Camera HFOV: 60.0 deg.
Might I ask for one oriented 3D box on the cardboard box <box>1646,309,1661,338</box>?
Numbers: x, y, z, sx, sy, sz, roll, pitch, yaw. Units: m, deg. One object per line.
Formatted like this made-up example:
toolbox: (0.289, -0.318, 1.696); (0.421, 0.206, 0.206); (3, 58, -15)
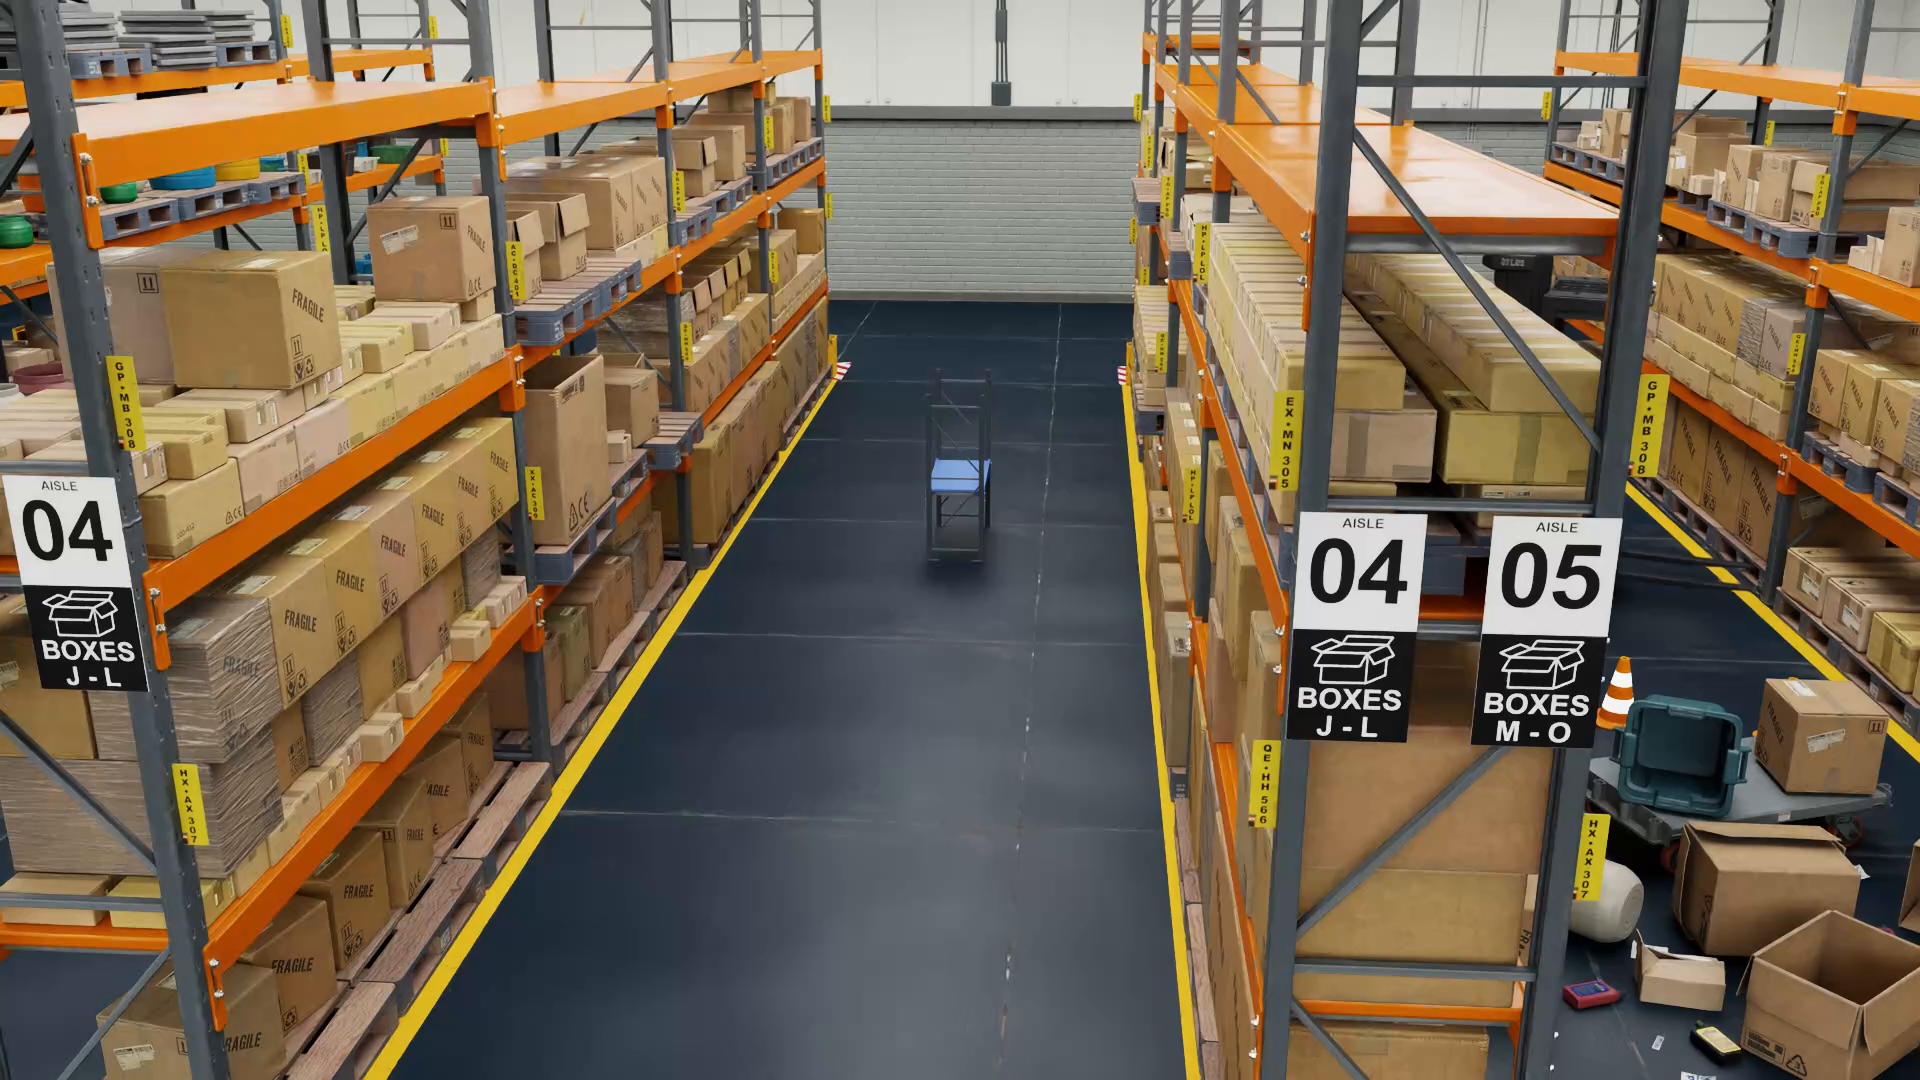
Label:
cardboard box: (7.071, -2.173, 16.504); (0.500, 0.250, 0.500); (1, 18, 2)

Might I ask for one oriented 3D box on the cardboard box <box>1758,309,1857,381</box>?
cardboard box: (6.874, -1.584, 13.501); (0.500, 0.500, 0.500); (1, 18, 2)

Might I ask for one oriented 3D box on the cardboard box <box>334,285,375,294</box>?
cardboard box: (-3.404, -1.324, 9.256); (0.380, 0.149, 0.250); (1, 18, 2)

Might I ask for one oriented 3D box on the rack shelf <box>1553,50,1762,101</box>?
rack shelf: (7.528, -5.078, 18.092); (1.077, 0.370, 4.000); (1, 18, 4)

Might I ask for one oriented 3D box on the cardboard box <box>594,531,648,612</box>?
cardboard box: (-2.842, 0.244, 12.997); (0.700, 0.500, 0.500); (0, 18, -1)

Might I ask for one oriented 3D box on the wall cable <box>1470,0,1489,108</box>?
wall cable: (7.798, -8.004, 25.224); (0.463, 3.000, 0.029); (1, 18, 4)

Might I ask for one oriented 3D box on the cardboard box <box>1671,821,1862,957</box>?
cardboard box: (4.183, 1.819, 8.674); (0.797, 0.637, 0.503); (1, 18, 4)

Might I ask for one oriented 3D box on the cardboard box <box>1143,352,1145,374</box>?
cardboard box: (1.768, -1.524, 14.335); (0.380, 0.149, 0.250); (2, 18, 5)

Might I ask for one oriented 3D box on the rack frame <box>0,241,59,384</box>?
rack frame: (-7.727, -1.227, 14.177); (1.000, 3.000, 0.127); (1, 18, 4)

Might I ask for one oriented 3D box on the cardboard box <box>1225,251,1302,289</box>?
cardboard box: (1.430, -1.242, 7.693); (0.380, 0.149, 0.250); (1, 18, 5)

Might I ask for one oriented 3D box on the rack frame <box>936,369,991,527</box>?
rack frame: (0.030, -0.844, 15.417); (0.500, 1.500, 0.032); (1, 18, 4)

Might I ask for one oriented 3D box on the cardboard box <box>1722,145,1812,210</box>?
cardboard box: (6.935, -3.122, 14.307); (0.500, 0.500, 0.500); (1, 18, 4)

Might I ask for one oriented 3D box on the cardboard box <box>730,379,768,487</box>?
cardboard box: (-2.589, -1.072, 16.442); (1.225, 0.875, 0.875); (1, 18, 2)

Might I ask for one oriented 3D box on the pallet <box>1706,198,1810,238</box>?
pallet: (7.168, -2.779, 14.401); (1.003, 0.211, 1.213); (2, 18, 6)

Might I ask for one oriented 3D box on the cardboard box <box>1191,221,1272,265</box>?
cardboard box: (1.772, -1.911, 10.757); (0.500, 0.311, 0.500); (1, 18, 2)

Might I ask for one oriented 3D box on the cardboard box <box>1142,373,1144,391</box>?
cardboard box: (1.767, -1.375, 14.358); (0.380, 0.149, 0.250); (2, 18, 5)

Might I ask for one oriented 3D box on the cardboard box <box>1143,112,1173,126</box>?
cardboard box: (2.329, -4.908, 19.391); (0.380, 0.149, 0.250); (2, 18, 5)

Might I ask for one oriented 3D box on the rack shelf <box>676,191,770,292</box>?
rack shelf: (-2.644, -2.821, 15.380); (1.077, 0.370, 4.000); (1, 18, 4)

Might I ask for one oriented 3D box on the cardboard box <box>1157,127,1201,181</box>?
cardboard box: (2.303, -3.774, 16.298); (0.700, 0.500, 0.500); (1, 18, 4)

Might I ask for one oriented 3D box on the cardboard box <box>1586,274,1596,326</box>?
cardboard box: (7.215, -2.651, 18.363); (0.500, 0.500, 0.500); (1, 18, 3)

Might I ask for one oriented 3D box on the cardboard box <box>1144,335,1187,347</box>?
cardboard box: (1.770, -1.659, 14.269); (0.380, 0.149, 0.250); (2, 18, 6)

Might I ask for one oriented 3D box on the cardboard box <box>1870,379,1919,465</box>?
cardboard box: (6.773, -0.822, 11.628); (0.500, 0.500, 0.500); (2, 18, 5)

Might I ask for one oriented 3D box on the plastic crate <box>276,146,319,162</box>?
plastic crate: (-7.621, -4.399, 19.232); (0.437, 0.282, 0.530); (1, 18, 4)

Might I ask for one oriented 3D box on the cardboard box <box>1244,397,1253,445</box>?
cardboard box: (1.338, -0.470, 6.618); (0.380, 0.149, 0.250); (1, 18, 3)

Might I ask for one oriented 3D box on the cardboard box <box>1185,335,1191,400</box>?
cardboard box: (2.111, -1.358, 12.810); (0.700, 0.500, 0.500); (1, 18, 4)

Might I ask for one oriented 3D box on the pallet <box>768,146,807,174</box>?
pallet: (-2.341, -4.374, 19.106); (1.003, 0.211, 1.213); (1, 18, 4)

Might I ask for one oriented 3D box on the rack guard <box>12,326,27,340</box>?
rack guard: (-12.100, -2.612, 22.418); (1.175, 0.500, 0.348); (1, 18, 4)

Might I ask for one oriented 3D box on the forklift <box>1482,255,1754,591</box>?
forklift: (5.108, -1.068, 13.804); (3.031, 2.935, 1.130); (8, 20, 23)

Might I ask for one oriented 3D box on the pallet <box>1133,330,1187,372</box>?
pallet: (2.240, -1.891, 16.513); (1.003, 0.211, 1.213); (1, 18, 4)

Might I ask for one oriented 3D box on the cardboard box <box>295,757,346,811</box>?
cardboard box: (-3.010, 1.094, 7.497); (0.380, 0.149, 0.250); (1, 18, 4)

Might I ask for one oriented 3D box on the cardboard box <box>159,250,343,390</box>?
cardboard box: (-2.985, -0.939, 7.039); (0.500, 0.500, 0.500); (1, 18, 4)

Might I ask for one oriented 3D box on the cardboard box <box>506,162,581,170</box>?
cardboard box: (-3.117, -2.529, 12.371); (0.500, 0.500, 0.500); (1, 18, 4)

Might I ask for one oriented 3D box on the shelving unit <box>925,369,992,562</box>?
shelving unit: (-0.006, -0.686, 14.936); (0.538, 1.500, 1.048); (1, 18, 4)

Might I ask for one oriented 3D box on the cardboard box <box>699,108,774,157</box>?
cardboard box: (-2.461, -4.490, 18.323); (0.700, 0.500, 0.500); (2, 18, 7)

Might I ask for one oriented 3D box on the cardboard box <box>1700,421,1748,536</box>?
cardboard box: (7.298, -0.575, 14.924); (0.875, 0.875, 0.875); (2, 18, 5)

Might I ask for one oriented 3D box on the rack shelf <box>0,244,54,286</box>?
rack shelf: (-7.871, -1.689, 11.926); (1.077, 0.370, 4.000); (1, 18, 4)

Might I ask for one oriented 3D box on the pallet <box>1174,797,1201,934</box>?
pallet: (1.734, 1.828, 9.334); (1.003, 0.211, 1.213); (1, 18, 4)

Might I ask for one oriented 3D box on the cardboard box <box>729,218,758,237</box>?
cardboard box: (-2.584, -3.568, 19.881); (0.500, 0.500, 0.500); (1, 18, 2)

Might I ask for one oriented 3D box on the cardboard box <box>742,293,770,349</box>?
cardboard box: (-2.261, -2.255, 17.154); (0.500, 0.500, 0.500); (1, 18, 4)

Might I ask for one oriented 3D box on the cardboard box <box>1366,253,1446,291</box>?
cardboard box: (2.086, -1.229, 7.653); (0.380, 0.149, 0.250); (1, 18, 4)

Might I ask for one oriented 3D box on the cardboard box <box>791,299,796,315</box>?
cardboard box: (-2.075, -2.648, 18.919); (0.380, 0.149, 0.250); (1, 18, 3)

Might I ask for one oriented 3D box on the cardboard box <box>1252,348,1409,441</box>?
cardboard box: (1.372, -0.546, 6.209); (0.500, 0.250, 0.500); (1, 18, 4)

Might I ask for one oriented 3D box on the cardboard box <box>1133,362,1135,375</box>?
cardboard box: (2.370, -2.148, 20.893); (0.380, 0.149, 0.250); (2, 18, 5)

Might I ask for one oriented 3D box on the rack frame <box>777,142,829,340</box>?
rack frame: (-2.214, -3.601, 21.423); (1.000, 3.000, 0.127); (1, 18, 4)

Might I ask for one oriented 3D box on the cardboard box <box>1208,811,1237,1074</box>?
cardboard box: (1.623, 1.835, 7.570); (0.875, 0.875, 0.875); (1, 18, 3)

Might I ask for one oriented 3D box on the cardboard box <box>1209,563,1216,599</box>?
cardboard box: (1.852, 0.312, 9.241); (0.875, 0.550, 0.550); (1, 18, 4)

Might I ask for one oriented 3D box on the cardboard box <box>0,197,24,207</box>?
cardboard box: (-11.887, -4.045, 21.010); (0.500, 0.500, 0.500); (2, 18, 5)

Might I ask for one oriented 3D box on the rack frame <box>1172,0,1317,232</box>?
rack frame: (2.153, -3.825, 12.472); (1.000, 3.000, 0.127); (1, 18, 4)

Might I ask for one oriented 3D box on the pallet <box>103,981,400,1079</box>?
pallet: (-3.262, 2.418, 7.531); (1.003, 0.211, 1.213); (1, 18, 4)

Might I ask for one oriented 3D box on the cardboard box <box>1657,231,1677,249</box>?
cardboard box: (7.089, -3.071, 16.997); (0.380, 0.149, 0.250); (1, 18, 3)

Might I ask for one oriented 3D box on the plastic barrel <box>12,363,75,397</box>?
plastic barrel: (-7.458, -1.141, 13.696); (0.600, 0.536, 0.708); (1, 18, 4)

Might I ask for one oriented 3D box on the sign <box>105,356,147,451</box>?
sign: (-2.819, -0.460, 5.617); (0.100, 0.325, 0.005); (1, 18, 4)

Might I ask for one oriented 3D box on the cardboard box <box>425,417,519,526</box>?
cardboard box: (-2.832, -0.392, 9.386); (0.500, 0.500, 0.500); (1, 18, 4)

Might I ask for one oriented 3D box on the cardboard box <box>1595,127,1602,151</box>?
cardboard box: (7.514, -4.546, 18.798); (0.500, 0.311, 0.500); (2, 18, 5)

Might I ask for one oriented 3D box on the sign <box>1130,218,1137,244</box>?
sign: (2.185, -3.882, 20.891); (0.100, 0.325, 0.005); (1, 18, 4)

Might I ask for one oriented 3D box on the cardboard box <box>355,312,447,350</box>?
cardboard box: (-2.845, -1.063, 8.461); (0.380, 0.149, 0.250); (1, 18, 2)
